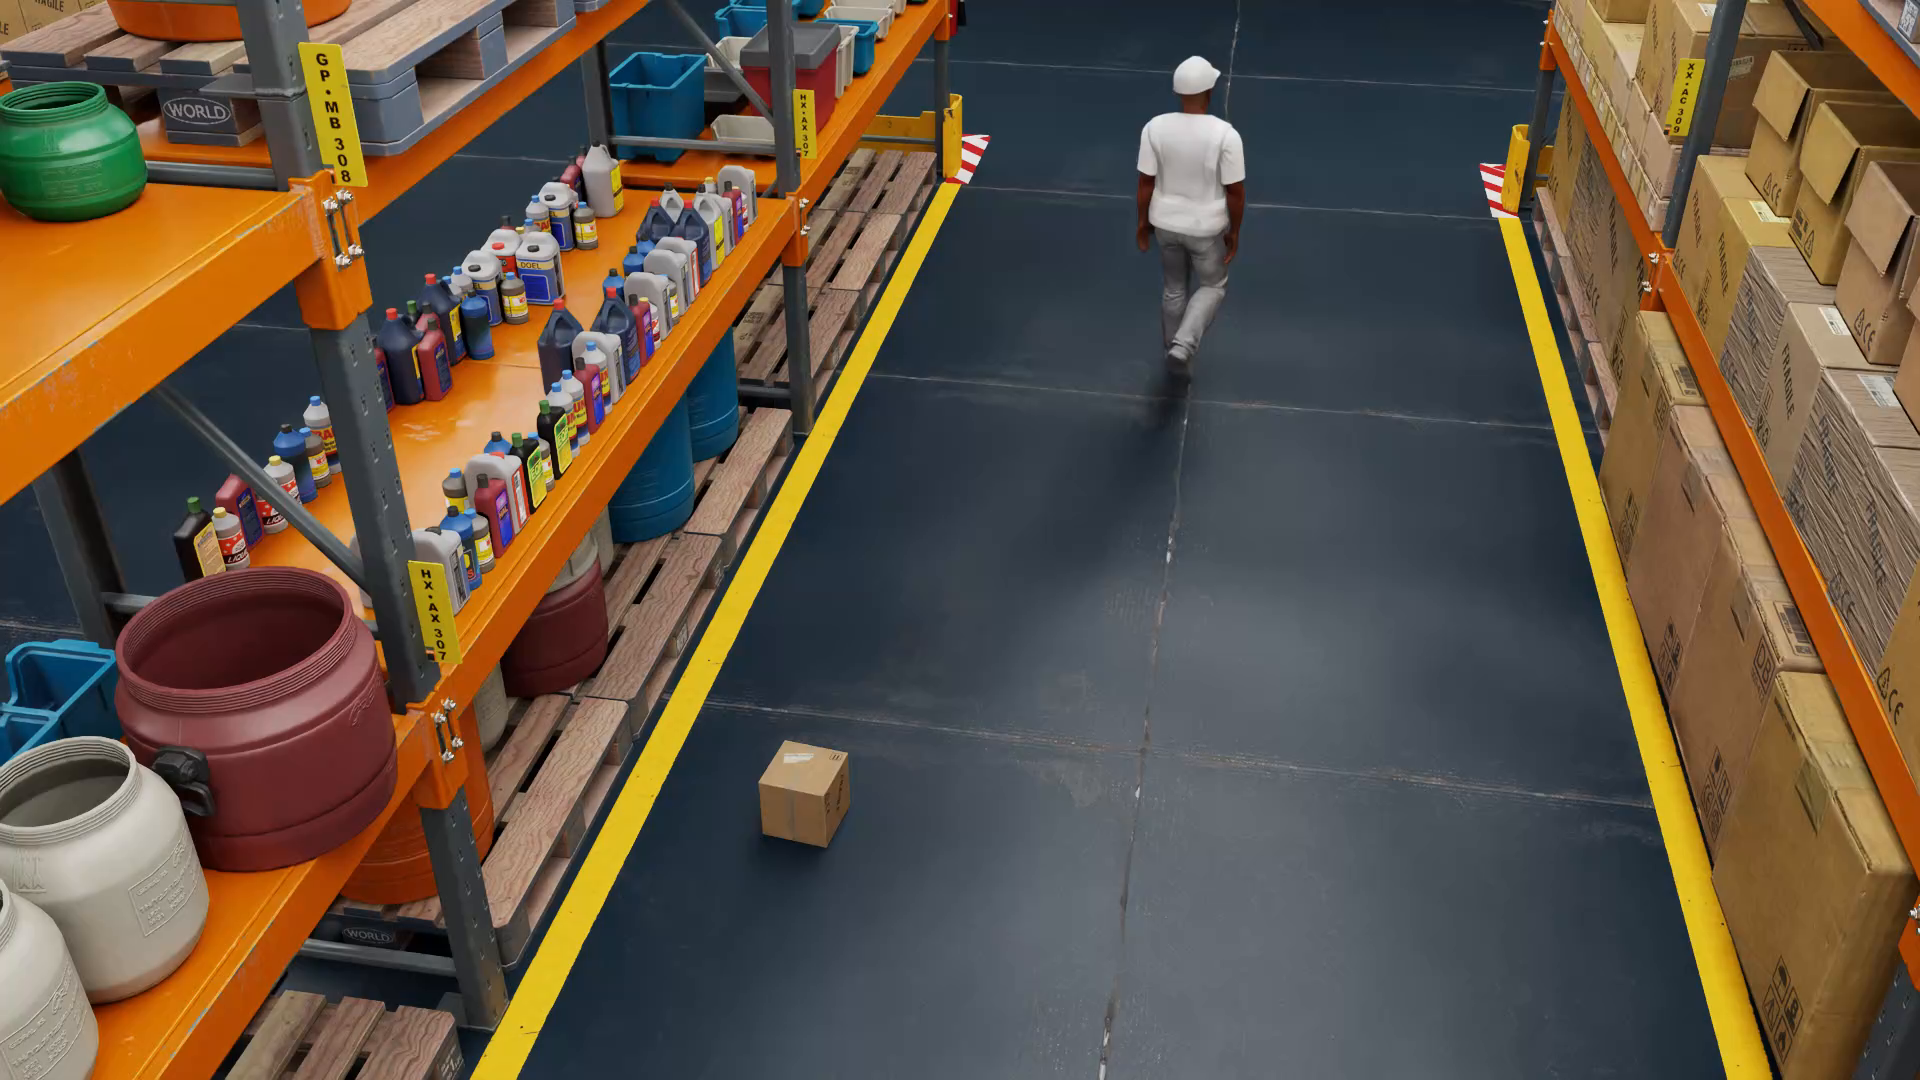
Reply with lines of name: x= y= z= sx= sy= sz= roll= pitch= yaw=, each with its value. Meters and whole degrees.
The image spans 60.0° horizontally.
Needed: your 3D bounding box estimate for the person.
person: x=1.199 y=-1.647 z=8.700 sx=0.573 sy=1.753 sz=0.684 roll=14 pitch=35 yaw=21
